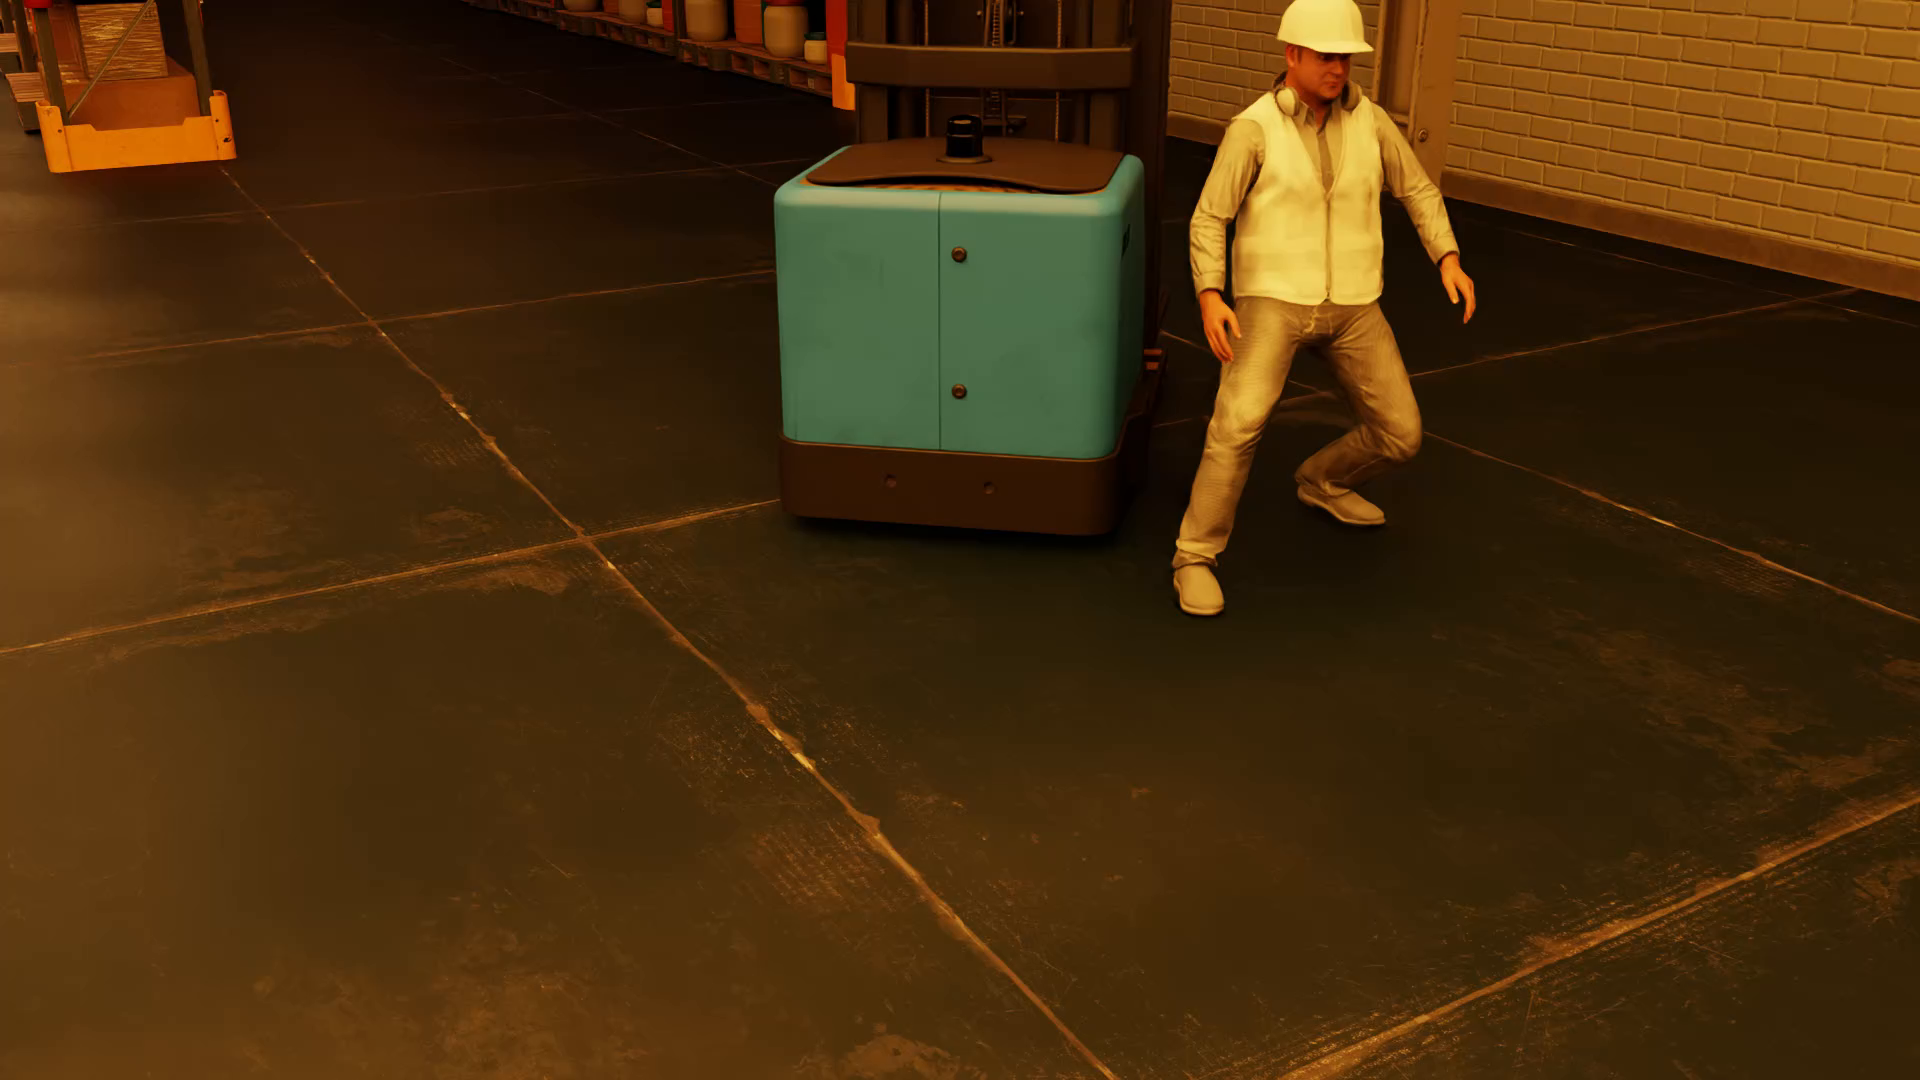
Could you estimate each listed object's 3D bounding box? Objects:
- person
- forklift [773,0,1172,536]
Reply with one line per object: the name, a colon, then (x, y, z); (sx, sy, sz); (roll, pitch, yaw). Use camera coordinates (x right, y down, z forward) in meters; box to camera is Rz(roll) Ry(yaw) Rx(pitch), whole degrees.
person: (0.997, -0.691, 4.680); (0.878, 1.629, 0.779); (-4, 23, -9)
forklift: (0.220, -1.895, 5.892); (1.130, 2.935, 3.031); (4, 23, 10)
